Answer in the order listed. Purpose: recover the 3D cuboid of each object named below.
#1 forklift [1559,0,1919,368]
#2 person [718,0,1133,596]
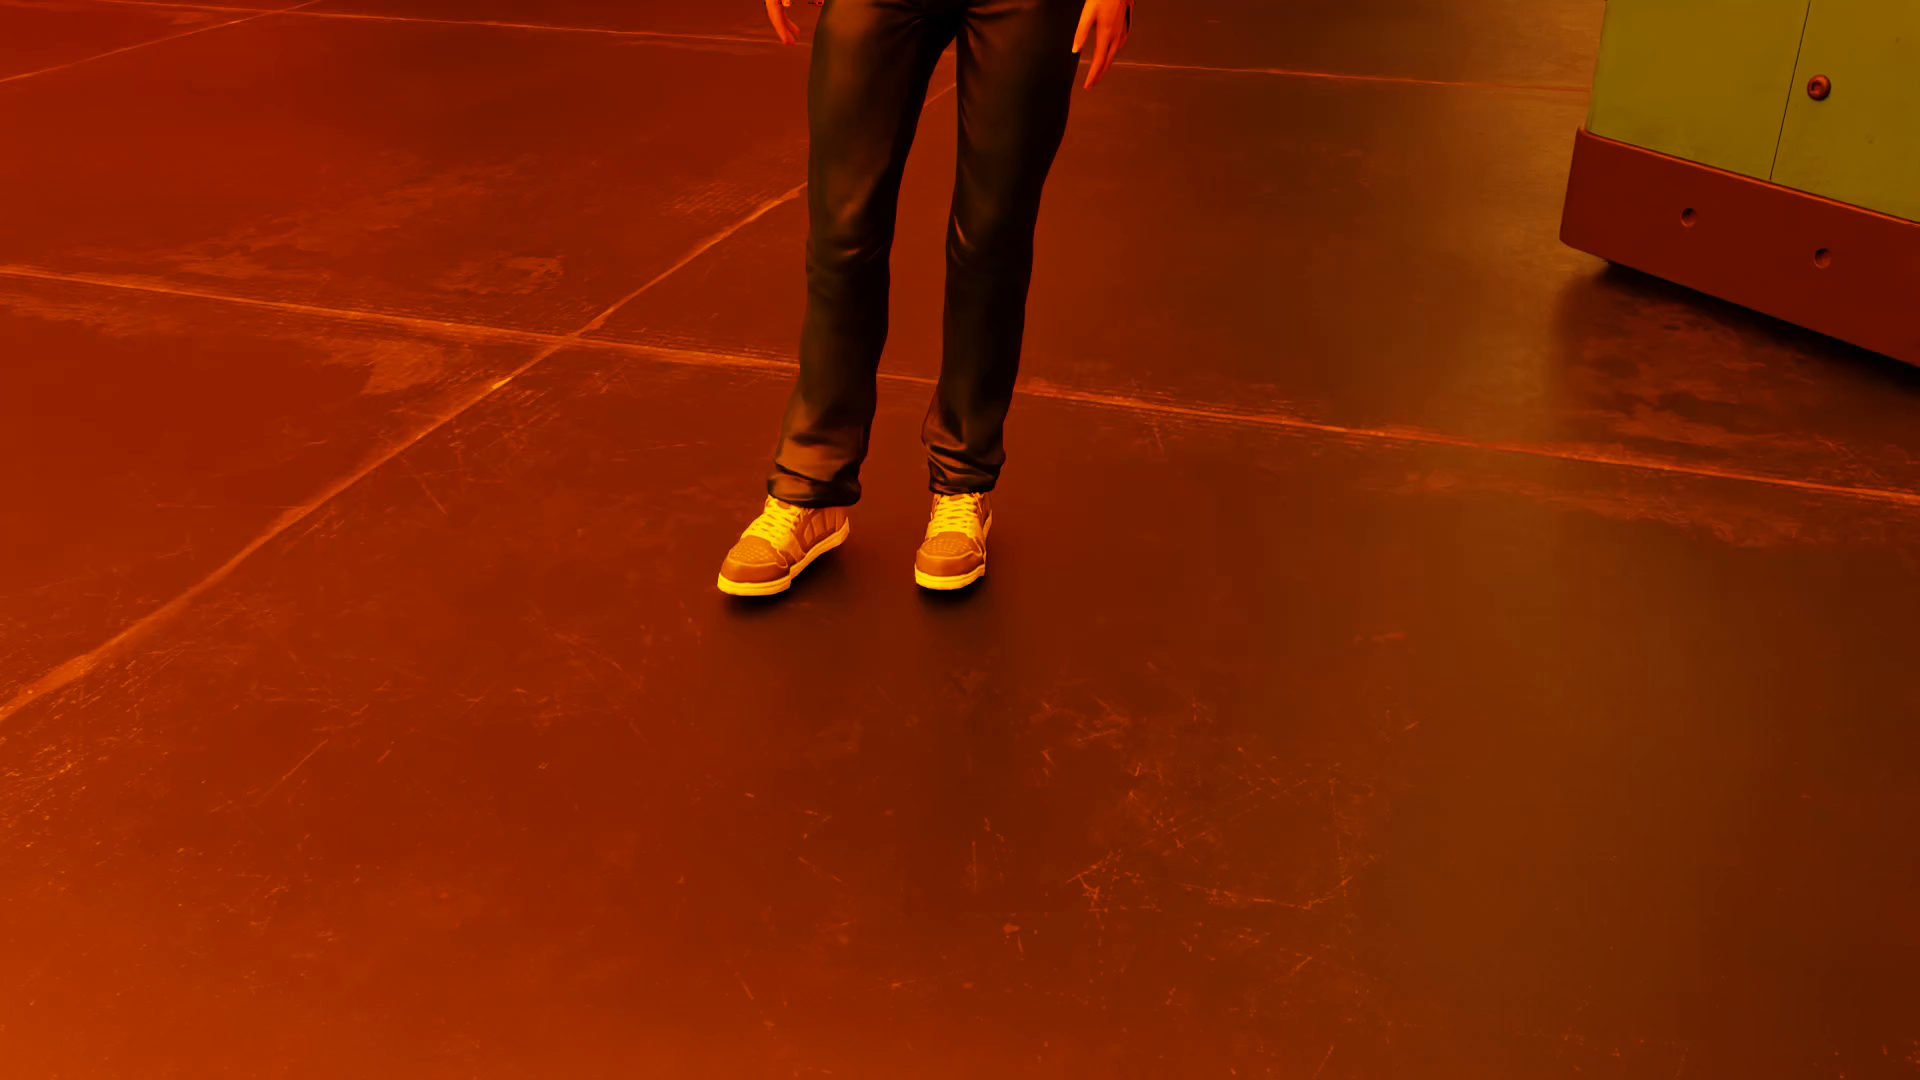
[{"bbox_3d":[2.851,-2.021,3.237,3.031,2.935,1.130,-14,30,-25],"label":"forklift"},{"bbox_3d":[-0.036,-0.687,2.074,0.521,1.599,0.473,8,28,16],"label":"person"}]
